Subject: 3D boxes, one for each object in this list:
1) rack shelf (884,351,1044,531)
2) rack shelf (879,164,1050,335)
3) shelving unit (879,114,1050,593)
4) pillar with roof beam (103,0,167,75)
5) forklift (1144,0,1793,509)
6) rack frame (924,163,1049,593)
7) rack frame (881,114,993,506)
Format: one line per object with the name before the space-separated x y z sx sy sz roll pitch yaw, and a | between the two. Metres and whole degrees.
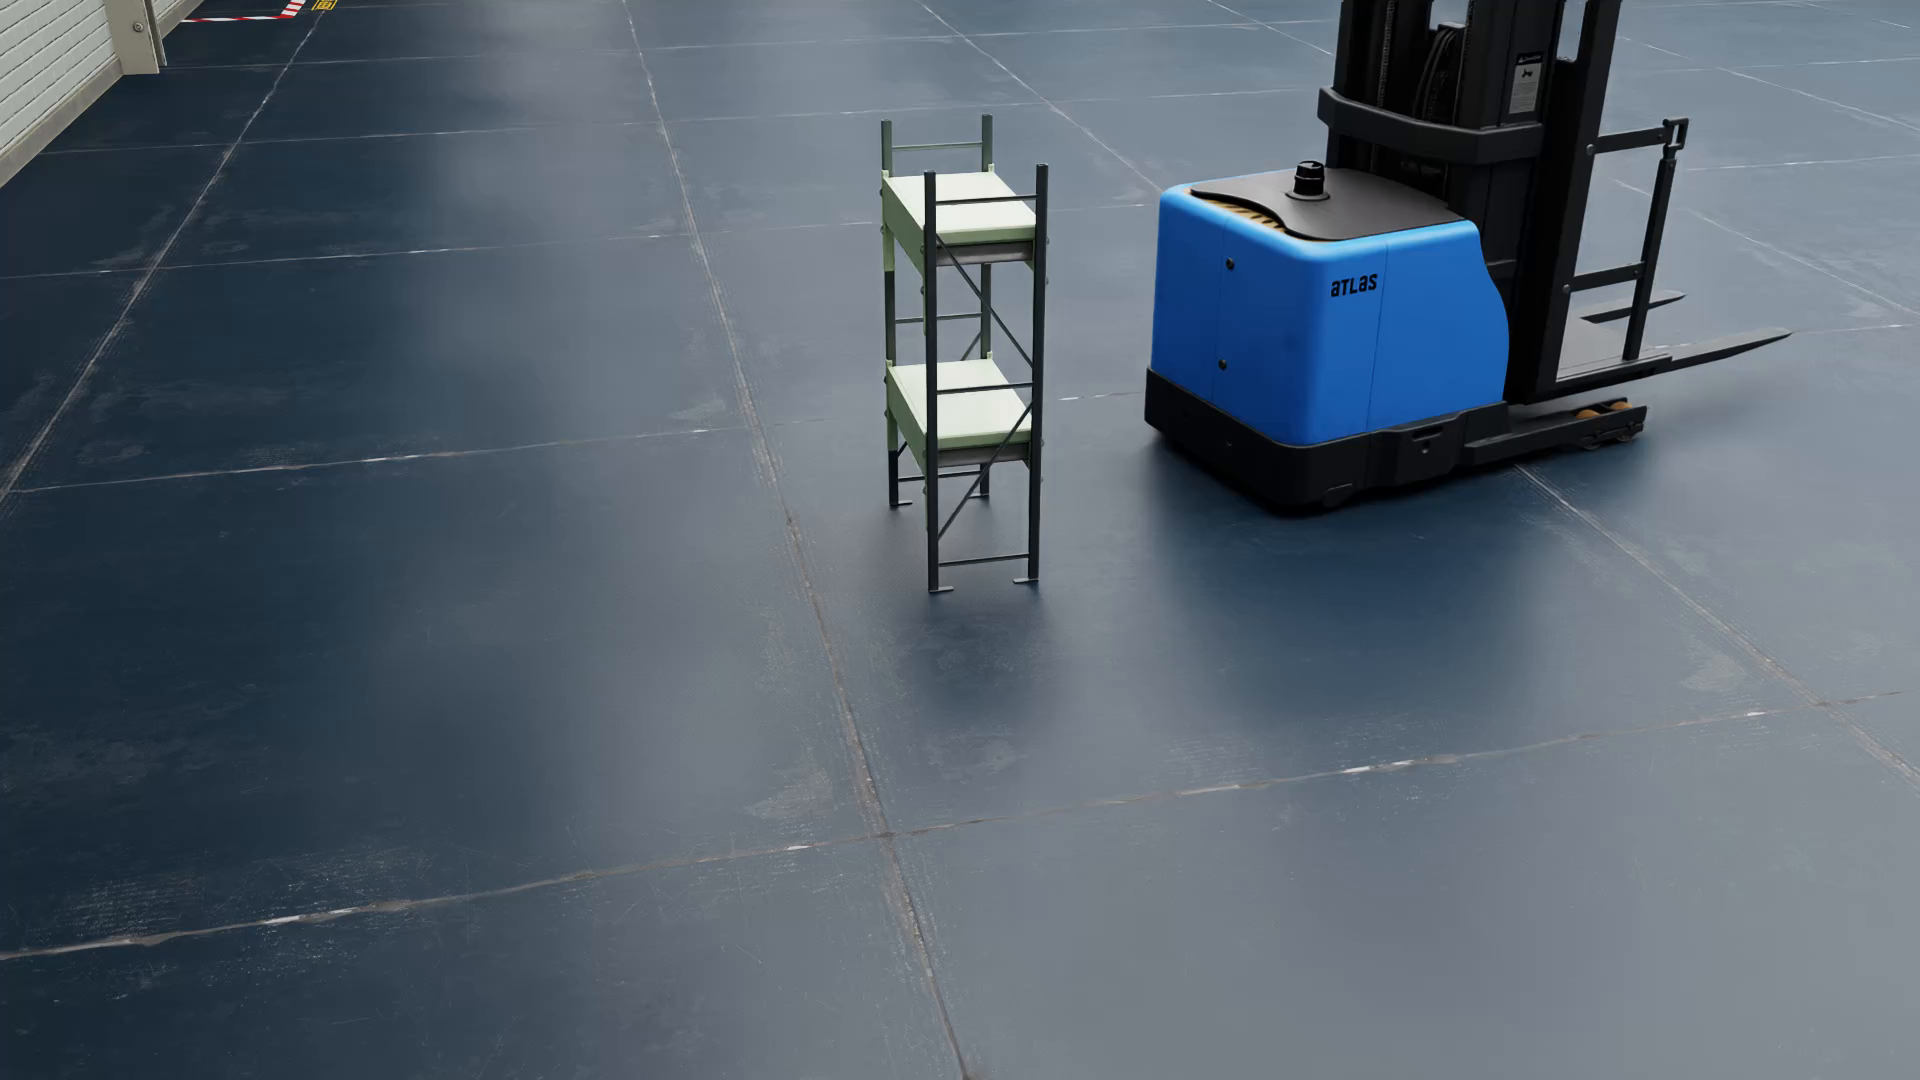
rack shelf | 0.002 -0.376 6.053 0.431 0.370 0.720 -6 27 -12
rack shelf | 0.002 -1.015 5.730 0.431 0.370 0.720 -6 27 -12
shelving unit | 0.002 -0.667 5.906 0.431 1.500 0.755 -6 27 -12
pillar with roof beam | -2.791 -8.477 13.059 9.100 9.000 0.400 -6 27 -12
forklift | 2.337 -1.885 6.731 3.031 2.935 1.130 -13 30 -24
rack frame | 0.084 -0.506 5.588 0.400 1.500 0.023 -6 27 -12
rack frame | -0.081 -0.827 6.225 0.400 1.500 0.023 -6 27 -12
